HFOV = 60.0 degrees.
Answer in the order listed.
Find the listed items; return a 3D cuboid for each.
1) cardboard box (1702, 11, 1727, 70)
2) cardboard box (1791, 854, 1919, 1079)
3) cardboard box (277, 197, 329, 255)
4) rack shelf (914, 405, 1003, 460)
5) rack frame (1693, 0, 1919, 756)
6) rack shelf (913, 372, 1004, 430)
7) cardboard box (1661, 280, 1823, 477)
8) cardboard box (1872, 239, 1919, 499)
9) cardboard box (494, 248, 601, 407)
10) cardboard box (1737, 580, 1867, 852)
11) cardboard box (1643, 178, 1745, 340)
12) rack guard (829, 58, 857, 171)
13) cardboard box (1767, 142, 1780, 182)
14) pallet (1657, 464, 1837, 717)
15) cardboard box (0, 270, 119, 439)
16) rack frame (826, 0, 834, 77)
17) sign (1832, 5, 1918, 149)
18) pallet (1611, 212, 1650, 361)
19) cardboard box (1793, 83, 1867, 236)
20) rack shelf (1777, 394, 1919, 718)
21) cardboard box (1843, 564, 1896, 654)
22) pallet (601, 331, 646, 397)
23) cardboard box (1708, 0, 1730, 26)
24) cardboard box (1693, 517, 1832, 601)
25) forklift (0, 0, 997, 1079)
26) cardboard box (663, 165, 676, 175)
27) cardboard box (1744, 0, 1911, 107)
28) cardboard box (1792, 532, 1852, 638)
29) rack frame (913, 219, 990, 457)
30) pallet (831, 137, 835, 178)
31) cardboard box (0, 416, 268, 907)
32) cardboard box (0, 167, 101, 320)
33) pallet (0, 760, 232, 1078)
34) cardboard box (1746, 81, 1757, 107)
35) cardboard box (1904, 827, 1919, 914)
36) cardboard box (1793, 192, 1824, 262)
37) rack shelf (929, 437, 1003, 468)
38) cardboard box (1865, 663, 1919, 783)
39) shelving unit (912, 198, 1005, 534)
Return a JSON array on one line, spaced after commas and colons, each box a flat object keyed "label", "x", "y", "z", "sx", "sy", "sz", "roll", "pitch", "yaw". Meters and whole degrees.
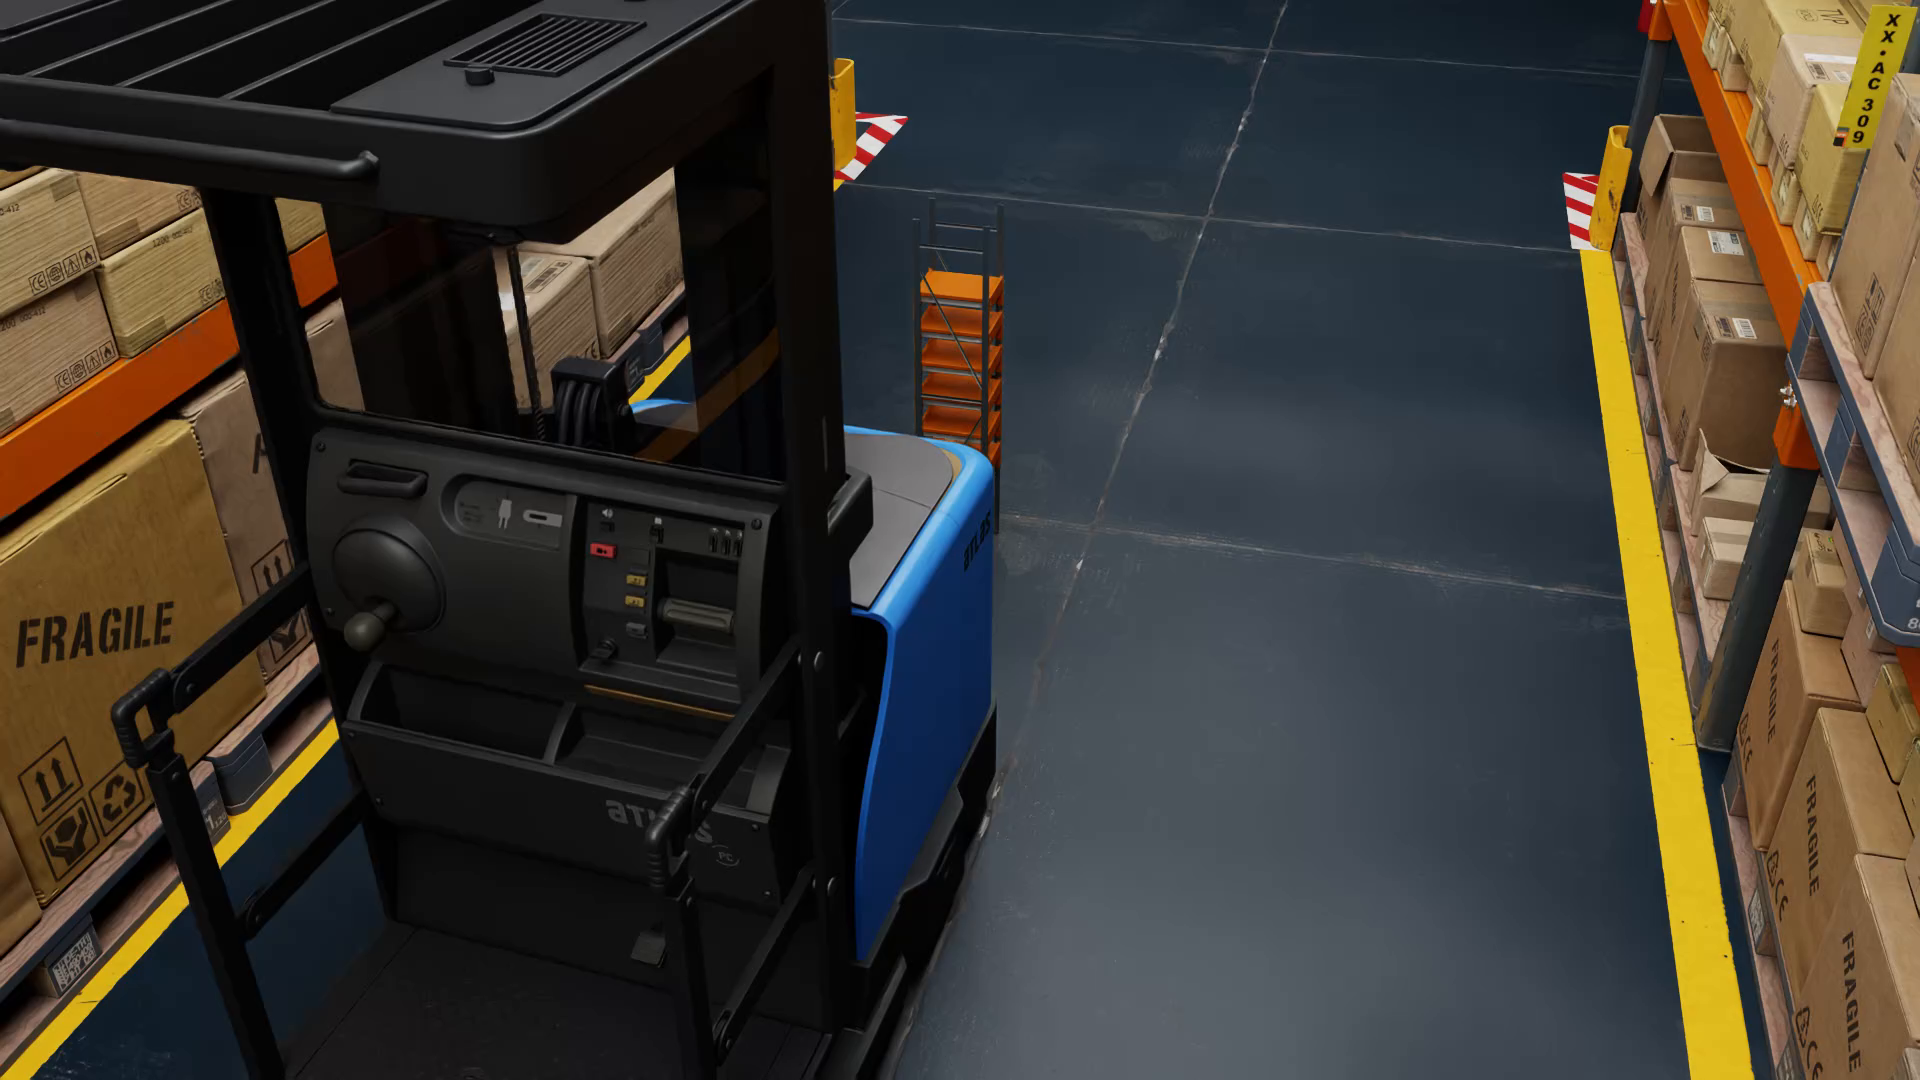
[{"label": "cardboard box", "x": 2.917, "y": -1.797, "z": 6.015, "sx": 0.380, "sy": 0.149, "sz": 0.250, "roll": 7, "pitch": 33, "yaw": 11}, {"label": "cardboard box", "x": 2.028, "y": 1.011, "z": 3.301, "sx": 0.500, "sy": 0.500, "sz": 0.500, "roll": 7, "pitch": 33, "yaw": 11}, {"label": "cardboard box", "x": -2.047, "y": -0.966, "z": 4.614, "sx": 0.500, "sy": 0.250, "sz": 0.500, "roll": 7, "pitch": 33, "yaw": 11}, {"label": "rack shelf", "x": -0.004, "y": -0.360, "z": 5.505, "sx": 0.258, "sy": 0.103, "sz": 0.180, "roll": 8, "pitch": 33, "yaw": 12}, {"label": "rack frame", "x": 2.625, "y": -0.623, "z": 3.933, "sx": 1.000, "sy": 3.000, "sz": 0.127, "roll": 8, "pitch": 33, "yaw": 12}, {"label": "rack shelf", "x": -0.004, "y": -0.461, "z": 5.440, "sx": 0.258, "sy": 0.103, "sz": 0.180, "roll": 8, "pitch": 33, "yaw": 12}, {"label": "cardboard box", "x": 2.875, "y": -0.539, "z": 5.741, "sx": 0.700, "sy": 0.500, "sz": 0.500, "roll": 7, "pitch": 33, "yaw": 11}, {"label": "cardboard box", "x": 2.155, "y": -0.353, "z": 3.024, "sx": 0.700, "sy": 0.500, "sz": 0.500, "roll": 8, "pitch": 33, "yaw": 13}, {"label": "cardboard box", "x": -1.914, "y": -0.704, "z": 6.058, "sx": 0.875, "sy": 0.438, "sz": 0.875, "roll": 8, "pitch": 33, "yaw": 12}, {"label": "cardboard box", "x": 2.285, "y": 0.475, "z": 4.145, "sx": 0.500, "sy": 0.500, "sz": 0.500, "roll": 9, "pitch": 34, "yaw": 14}, {"label": "cardboard box", "x": 3.139, "y": -1.078, "z": 6.588, "sx": 0.700, "sy": 0.500, "sz": 0.500, "roll": 9, "pitch": 34, "yaw": 14}, {"label": "rack guard", "x": -1.156, "y": -2.330, "z": 8.949, "sx": 1.175, "sy": 0.500, "sz": 0.348, "roll": 8, "pitch": 33, "yaw": 12}, {"label": "cardboard box", "x": 2.642, "y": -1.125, "z": 4.958, "sx": 0.380, "sy": 0.149, "sz": 0.250, "roll": 9, "pitch": 34, "yaw": 14}, {"label": "pallet", "x": 2.800, "y": 0.198, "z": 5.242, "sx": 1.003, "sy": 0.211, "sz": 1.213, "roll": 8, "pitch": 33, "yaw": 12}, {"label": "cardboard box", "x": -2.324, "y": -0.443, "z": 3.790, "sx": 0.500, "sy": 0.250, "sz": 0.500, "roll": 7, "pitch": 33, "yaw": 11}, {"label": "rack frame", "x": -1.162, "y": -3.372, "z": 8.259, "sx": 1.000, "sy": 3.000, "sz": 0.127, "roll": 8, "pitch": 33, "yaw": 12}, {"label": "sign", "x": 2.098, "y": -1.058, "z": 3.811, "sx": 0.100, "sy": 0.325, "sz": 0.005, "roll": 8, "pitch": 33, "yaw": 12}, {"label": "pallet", "x": 3.420, "y": -1.068, "z": 7.234, "sx": 1.003, "sy": 0.211, "sz": 1.213, "roll": 8, "pitch": 33, "yaw": 12}, {"label": "cardboard box", "x": 2.519, "y": -0.982, "z": 4.362, "sx": 0.500, "sy": 0.250, "sz": 0.500, "roll": 9, "pitch": 33, "yaw": 14}, {"label": "rack shelf", "x": 2.118, "y": 0.719, "z": 2.494, "sx": 1.077, "sy": 0.370, "sz": 4.000, "roll": 8, "pitch": 33, "yaw": 12}, {"label": "cardboard box", "x": 2.257, "y": 0.147, "z": 3.779, "sx": 0.380, "sy": 0.149, "sz": 0.250, "roll": 6, "pitch": 33, "yaw": 10}, {"label": "pallet", "x": -1.908, "y": -0.504, "z": 6.345, "sx": 1.003, "sy": 0.211, "sz": 1.213, "roll": 8, "pitch": 33, "yaw": 12}, {"label": "cardboard box", "x": 3.011, "y": -2.037, "z": 6.020, "sx": 0.500, "sy": 0.250, "sz": 0.500, "roll": 7, "pitch": 33, "yaw": 11}, {"label": "cardboard box", "x": 2.483, "y": 0.074, "z": 5.103, "sx": 0.380, "sy": 0.149, "sz": 0.250, "roll": 7, "pitch": 33, "yaw": 11}, {"label": "forklift", "x": -0.840, "y": 0.110, "z": 2.845, "sx": 1.130, "sy": 2.935, "sz": 3.031, "roll": 10, "pitch": 34, "yaw": 15}, {"label": "cardboard box", "x": -1.457, "y": -1.636, "z": 7.524, "sx": 0.875, "sy": 0.438, "sz": 0.875, "roll": 9, "pitch": 34, "yaw": 14}, {"label": "cardboard box", "x": 2.771, "y": -1.501, "z": 5.178, "sx": 0.500, "sy": 0.250, "sz": 0.500, "roll": 8, "pitch": 33, "yaw": 12}, {"label": "cardboard box", "x": 2.277, "y": 0.131, "z": 4.082, "sx": 0.380, "sy": 0.149, "sz": 0.250, "roll": 10, "pitch": 34, "yaw": 15}, {"label": "rack frame", "x": -0.027, "y": -0.451, "z": 5.342, "sx": 0.240, "sy": 1.200, "sz": 0.006, "roll": 8, "pitch": 33, "yaw": 12}, {"label": "pallet", "x": -1.289, "y": -1.770, "z": 8.337, "sx": 1.003, "sy": 0.211, "sz": 1.213, "roll": 8, "pitch": 33, "yaw": 12}, {"label": "cardboard box", "x": -2.479, "y": 0.225, "z": 4.189, "sx": 0.875, "sy": 0.875, "sz": 0.875, "roll": 9, "pitch": 34, "yaw": 14}, {"label": "cardboard box", "x": -2.299, "y": -0.652, "z": 3.654, "sx": 0.500, "sy": 0.250, "sz": 0.500, "roll": 9, "pitch": 33, "yaw": 14}, {"label": "pallet", "x": -2.607, "y": 0.926, "z": 4.097, "sx": 1.003, "sy": 0.211, "sz": 1.213, "roll": 8, "pitch": 33, "yaw": 12}, {"label": "cardboard box", "x": 2.871, "y": -1.515, "z": 5.571, "sx": 0.380, "sy": 0.149, "sz": 0.250, "roll": 8, "pitch": 33, "yaw": 12}, {"label": "cardboard box", "x": 2.071, "y": 0.689, "z": 3.204, "sx": 0.380, "sy": 0.149, "sz": 0.250, "roll": 8, "pitch": 33, "yaw": 12}, {"label": "cardboard box", "x": 2.507, "y": -0.855, "z": 4.532, "sx": 0.380, "sy": 0.149, "sz": 0.250, "roll": 9, "pitch": 34, "yaw": 14}, {"label": "rack shelf", "x": -0.004, "y": -0.259, "z": 5.569, "sx": 0.258, "sy": 0.103, "sz": 0.180, "roll": 8, "pitch": 33, "yaw": 12}, {"label": "cardboard box", "x": 2.227, "y": 0.420, "z": 3.627, "sx": 0.380, "sy": 0.149, "sz": 0.250, "roll": 6, "pitch": 33, "yaw": 10}, {"label": "shelving unit", "x": -0.004, "y": -0.499, "z": 5.416, "sx": 0.258, "sy": 1.200, "sz": 0.189, "roll": 8, "pitch": 33, "yaw": 12}]
